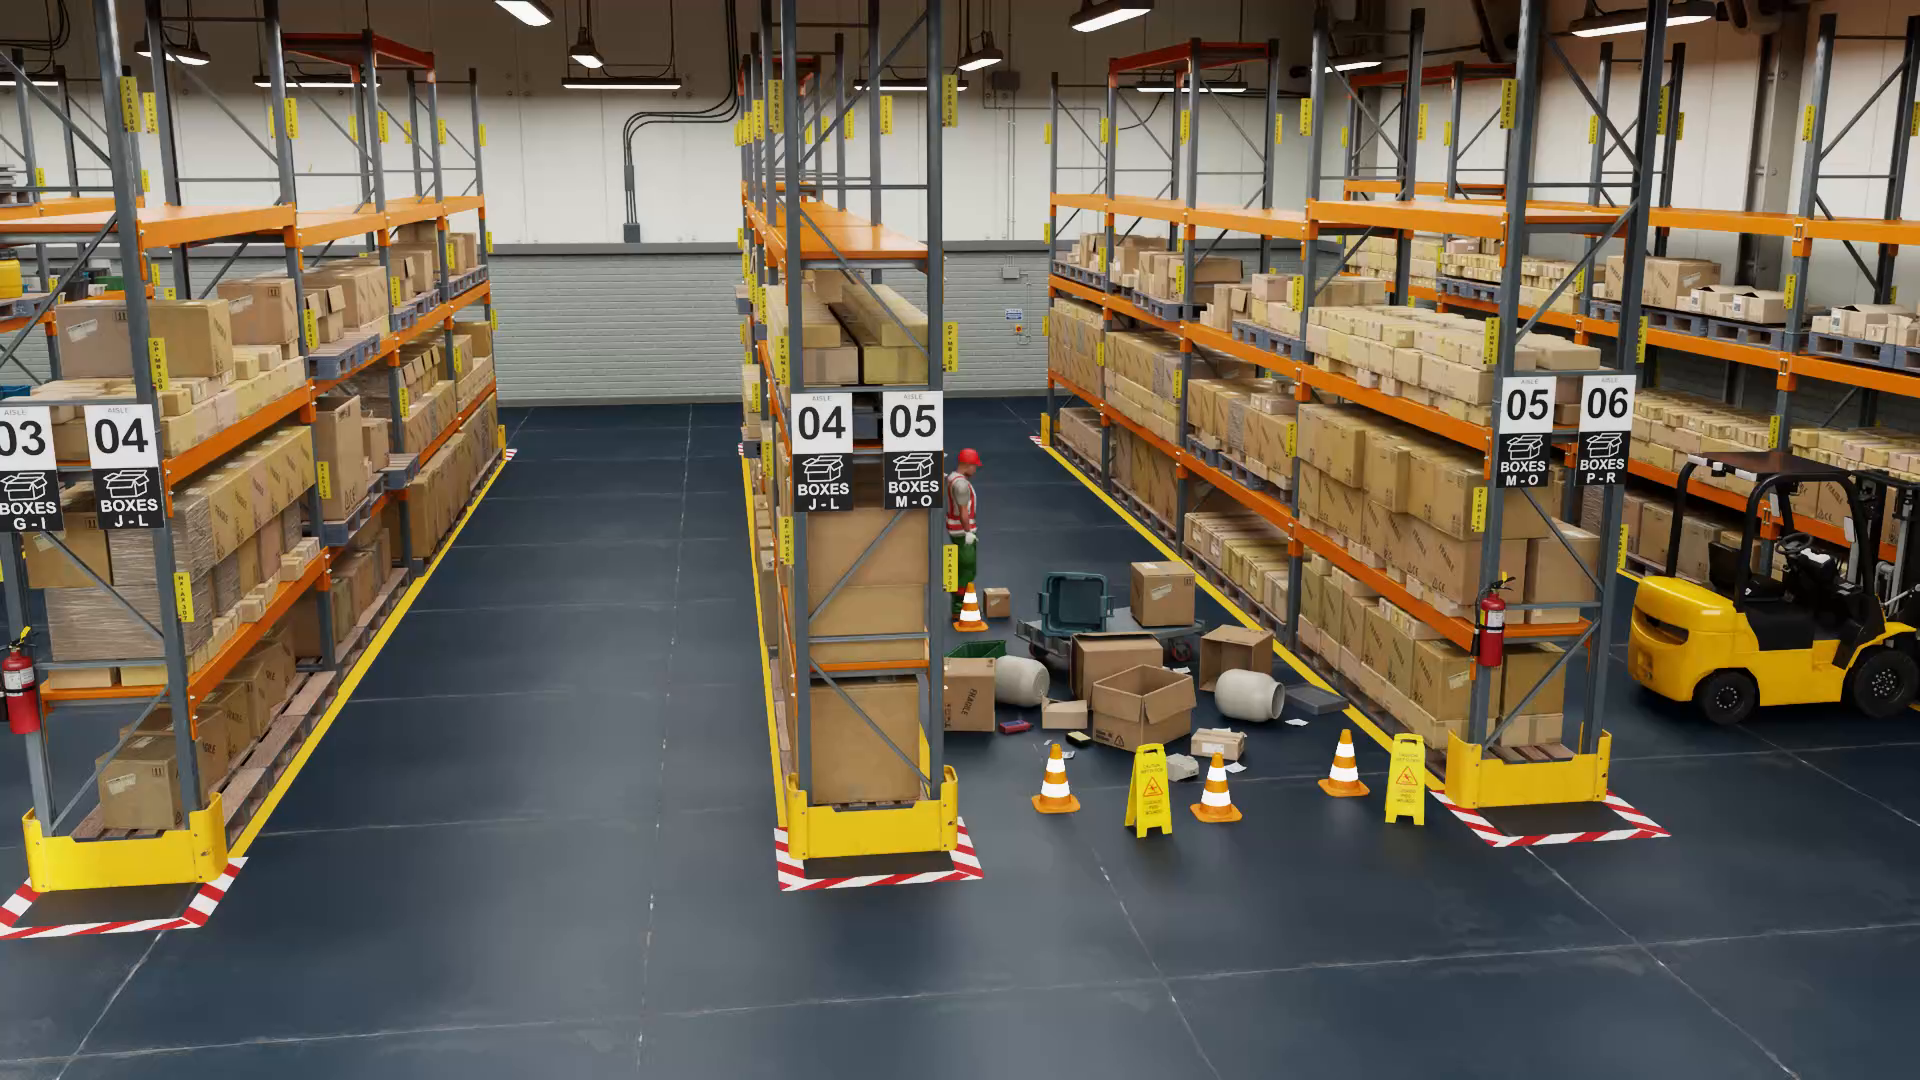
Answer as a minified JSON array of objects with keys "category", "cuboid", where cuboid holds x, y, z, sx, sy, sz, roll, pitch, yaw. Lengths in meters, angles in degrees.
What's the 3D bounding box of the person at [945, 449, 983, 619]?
[{"category":"person","cuboid":[0.046,-0.076,17.311,0.388,1.768,0.533,-2,13,-7]}]
